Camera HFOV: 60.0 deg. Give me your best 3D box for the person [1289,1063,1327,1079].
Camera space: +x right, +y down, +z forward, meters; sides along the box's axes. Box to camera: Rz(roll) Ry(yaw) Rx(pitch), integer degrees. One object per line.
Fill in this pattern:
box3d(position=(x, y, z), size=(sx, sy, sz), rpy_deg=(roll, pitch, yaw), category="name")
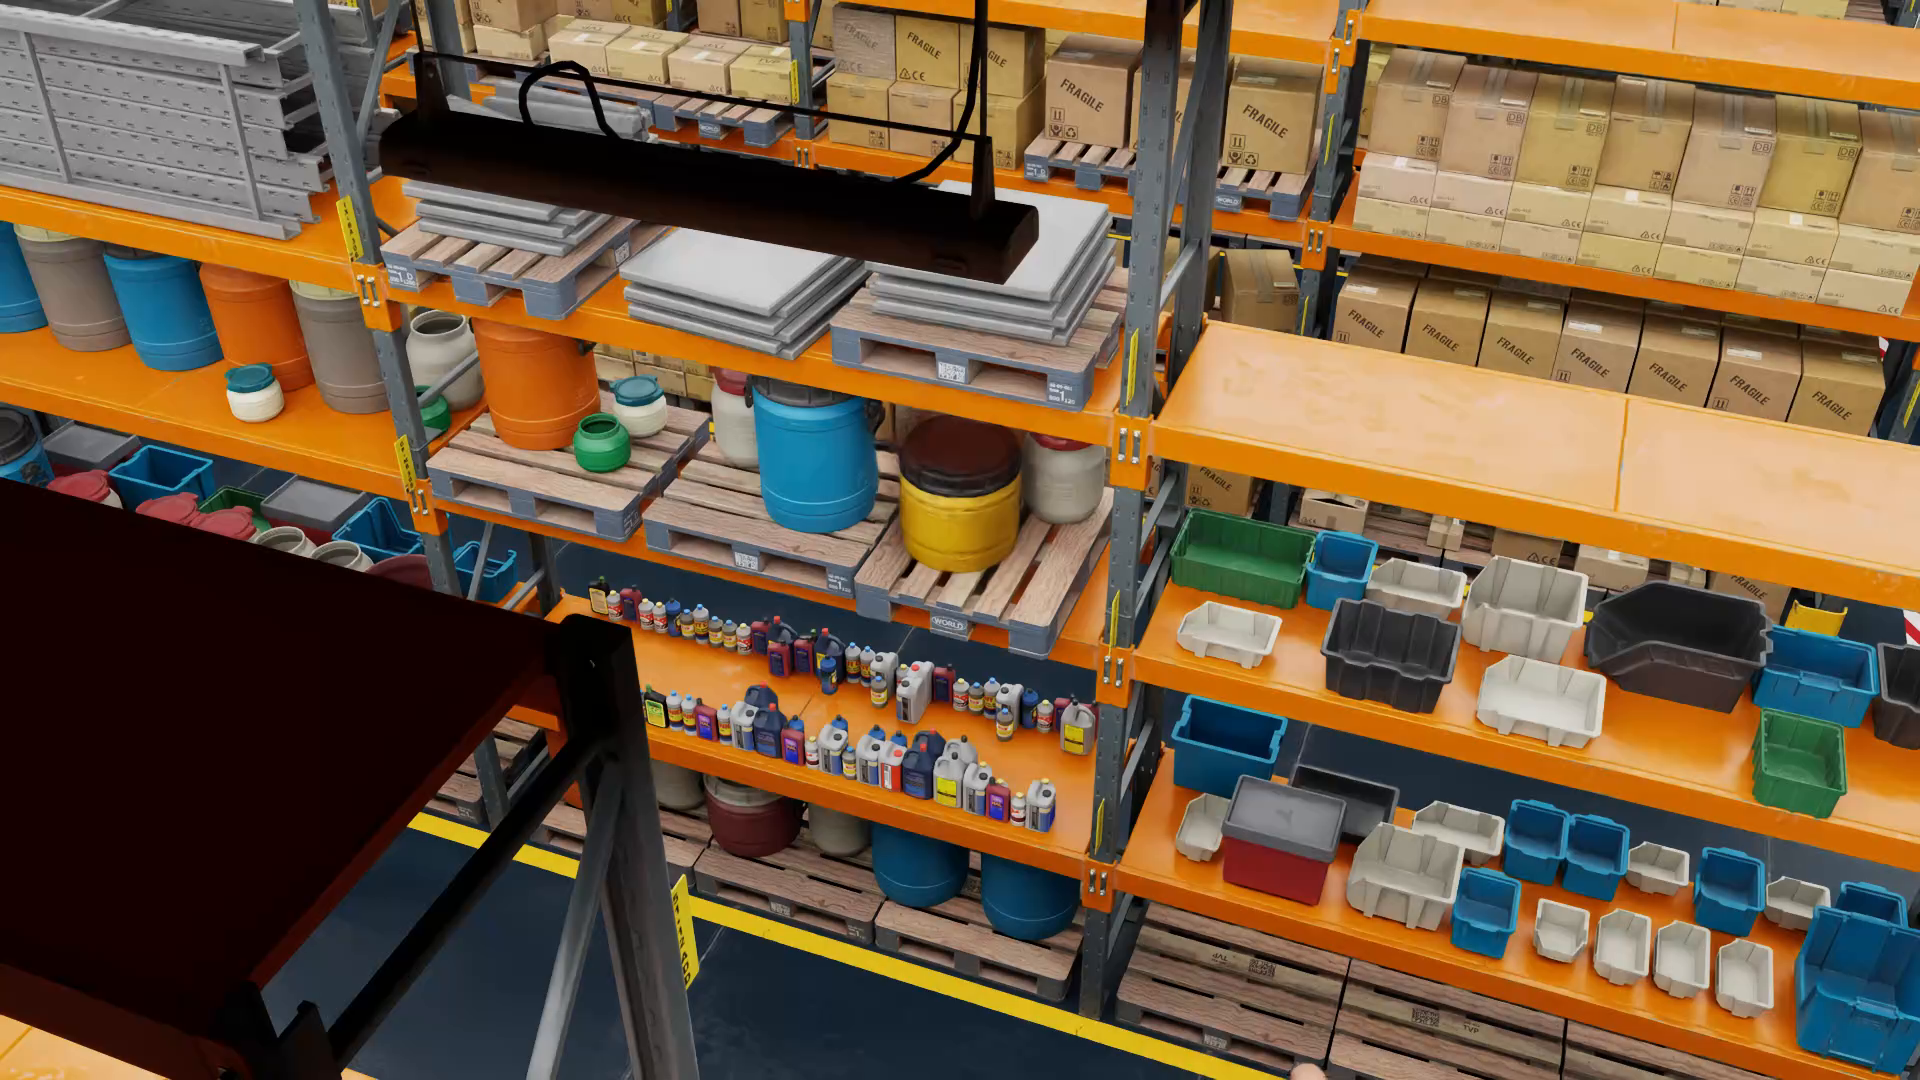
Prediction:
box3d(position=(1.548, 3.025, 7.842), size=(0.553, 1.718, 0.476), rpy_deg=(-7, 37, -10), category="person")
